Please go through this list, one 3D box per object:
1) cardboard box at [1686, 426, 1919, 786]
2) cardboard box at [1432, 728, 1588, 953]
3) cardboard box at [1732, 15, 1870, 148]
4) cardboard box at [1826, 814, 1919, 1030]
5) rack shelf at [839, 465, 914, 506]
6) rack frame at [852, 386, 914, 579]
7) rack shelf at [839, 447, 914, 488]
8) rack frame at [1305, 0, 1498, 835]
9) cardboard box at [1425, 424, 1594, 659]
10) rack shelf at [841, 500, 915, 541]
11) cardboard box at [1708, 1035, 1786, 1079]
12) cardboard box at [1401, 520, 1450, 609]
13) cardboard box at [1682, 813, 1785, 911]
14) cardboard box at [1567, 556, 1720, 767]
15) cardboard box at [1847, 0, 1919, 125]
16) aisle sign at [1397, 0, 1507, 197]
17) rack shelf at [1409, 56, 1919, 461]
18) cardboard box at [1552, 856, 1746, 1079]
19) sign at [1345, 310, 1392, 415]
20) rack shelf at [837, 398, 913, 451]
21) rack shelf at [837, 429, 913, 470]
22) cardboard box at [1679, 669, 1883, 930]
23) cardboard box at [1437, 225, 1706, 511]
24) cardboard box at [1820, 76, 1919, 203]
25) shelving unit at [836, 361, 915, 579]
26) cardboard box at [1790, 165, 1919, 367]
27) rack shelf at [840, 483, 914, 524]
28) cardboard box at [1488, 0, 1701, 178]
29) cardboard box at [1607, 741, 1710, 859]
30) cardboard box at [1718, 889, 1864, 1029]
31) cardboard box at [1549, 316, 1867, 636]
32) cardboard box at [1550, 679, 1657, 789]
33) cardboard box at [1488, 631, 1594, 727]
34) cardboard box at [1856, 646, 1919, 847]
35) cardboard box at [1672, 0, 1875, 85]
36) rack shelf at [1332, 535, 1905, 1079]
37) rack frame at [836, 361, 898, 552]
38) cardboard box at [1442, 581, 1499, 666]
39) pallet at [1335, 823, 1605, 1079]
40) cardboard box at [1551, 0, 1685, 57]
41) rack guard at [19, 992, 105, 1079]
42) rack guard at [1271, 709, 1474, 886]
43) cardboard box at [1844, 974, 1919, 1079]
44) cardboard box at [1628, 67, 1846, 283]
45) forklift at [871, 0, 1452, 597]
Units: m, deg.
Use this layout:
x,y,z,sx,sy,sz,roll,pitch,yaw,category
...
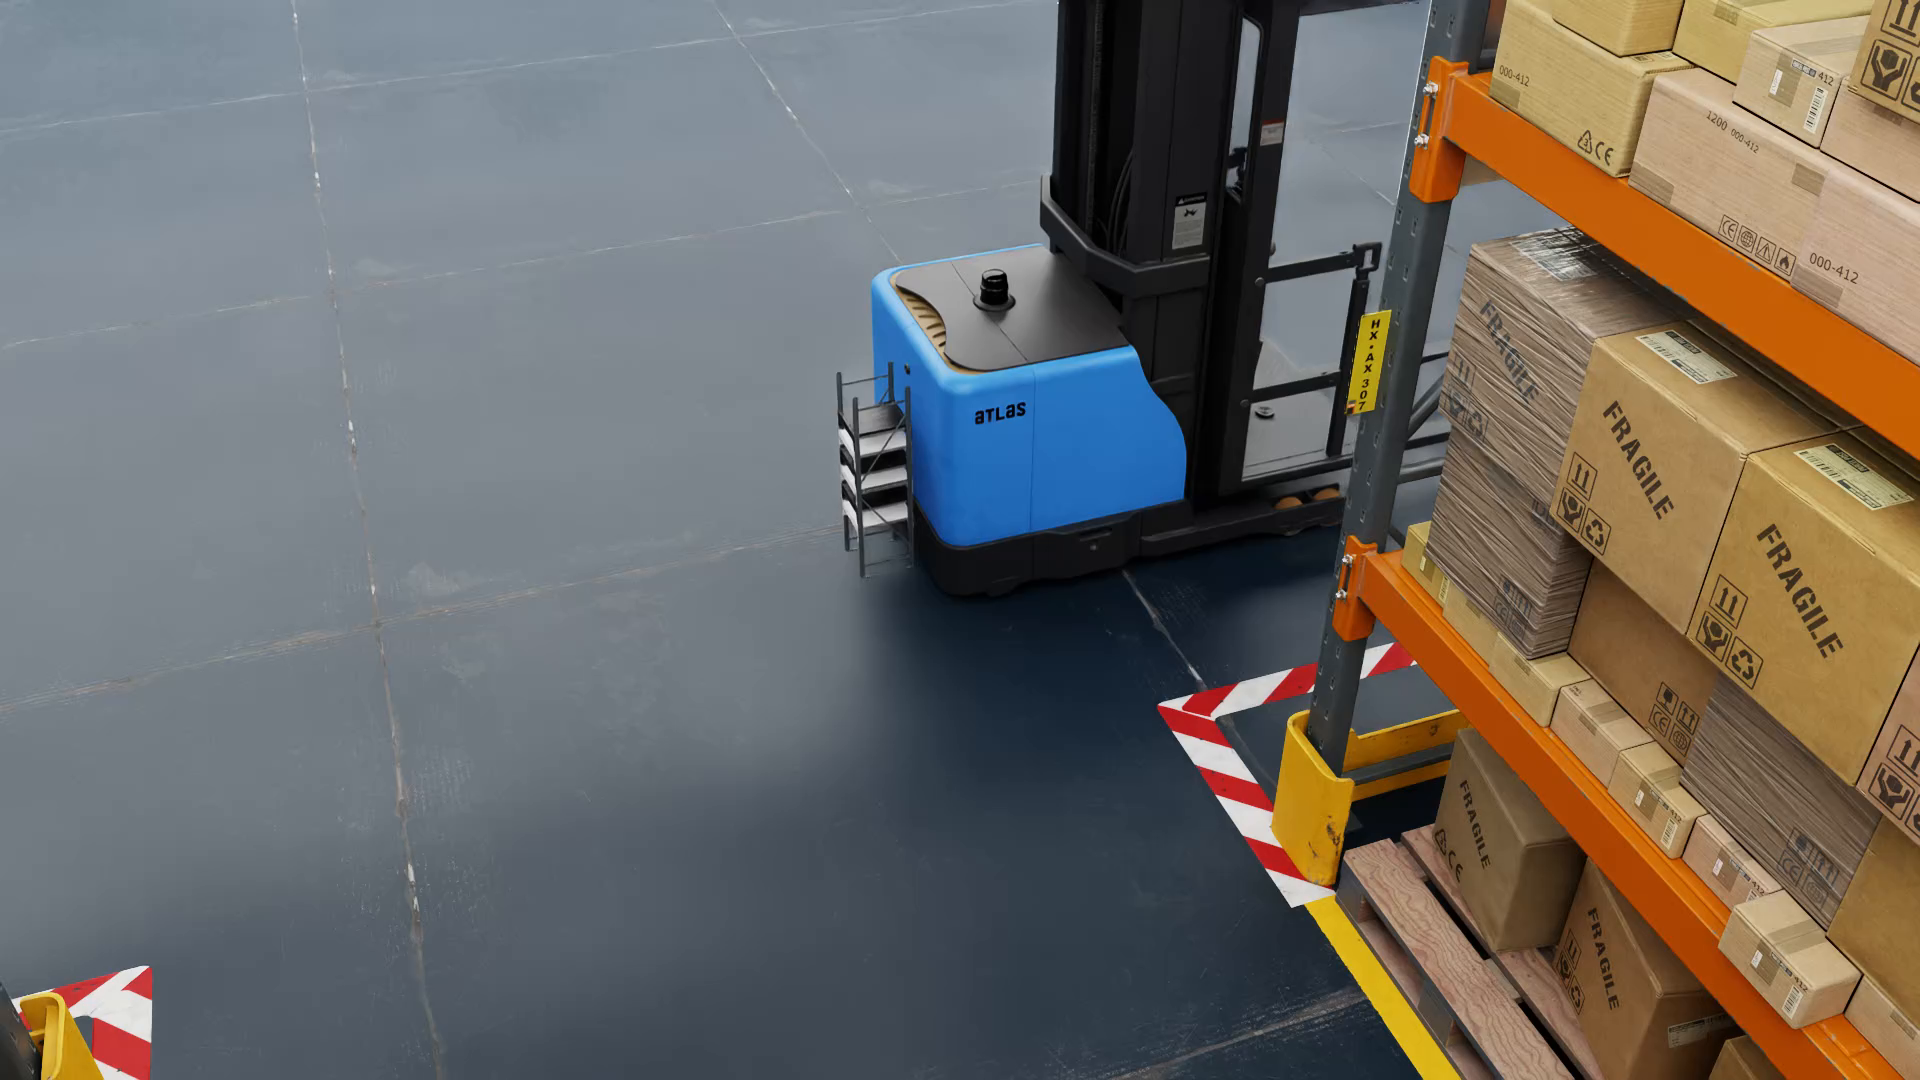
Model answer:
x,y,z,sx,sy,sz,roll,pitch,yaw,category
1.938,0.109,3.450,0.500,0.500,0.500,-12,39,-16,cardboard box
1.865,0.921,5.262,0.500,0.500,0.500,-6,37,-7,cardboard box
1.771,-0.907,3.262,0.380,0.149,0.250,-11,38,-14,cardboard box
2.406,0.726,3.463,0.875,0.500,0.500,-12,39,-16,cardboard box
-0.346,-0.251,6.891,0.258,0.077,0.200,-13,39,-17,rack shelf
-0.308,-0.221,6.795,0.240,0.900,0.006,-13,39,-17,rack frame
-0.346,-0.323,6.837,0.258,0.077,0.200,-13,39,-17,rack shelf
1.666,-0.266,5.110,1.000,3.000,0.127,-12,39,-16,rack frame
1.829,-0.108,4.570,0.875,0.500,0.500,-12,39,-16,cardboard box
-0.346,-0.108,6.999,0.258,0.077,0.200,-13,39,-17,rack shelf
2.300,1.609,4.349,0.500,0.500,0.500,-9,38,-12,cardboard box
1.540,0.045,4.906,0.380,0.149,0.250,-12,39,-16,cardboard box
1.976,0.750,3.970,0.380,0.149,0.250,-12,39,-16,cardboard box
2.114,0.150,4.228,0.875,0.500,0.500,-12,39,-16,cardboard box
1.923,-0.928,2.749,0.500,0.500,0.500,-13,39,-16,cardboard box
1.363,-1.277,4.291,0.394,0.787,0.004,-12,39,-16,aisle sign
2.354,-0.047,2.924,1.077,0.370,4.000,-12,39,-16,rack shelf
2.103,1.252,4.823,0.500,0.500,0.500,-3,37,-4,cardboard box
1.156,-0.499,4.700,0.100,0.325,0.005,-12,39,-16,sign
-0.346,-0.467,6.729,0.258,0.077,0.200,-13,39,-17,rack shelf
-0.346,-0.395,6.783,0.258,0.077,0.200,-13,39,-17,rack shelf
2.245,0.441,3.841,0.875,0.500,0.500,-12,39,-16,cardboard box
1.599,-0.457,4.202,0.500,0.500,0.500,-12,39,-16,cardboard box
1.851,-0.769,3.078,0.380,0.149,0.250,-13,39,-16,cardboard box
-0.346,-0.278,6.871,0.258,0.900,0.210,-13,39,-17,shelving unit
1.939,-0.507,3.062,0.500,0.250,0.500,-13,39,-16,cardboard box
-0.346,-0.179,6.945,0.258,0.077,0.200,-13,39,-17,rack shelf
1.589,-1.078,3.820,0.500,0.250,0.500,-11,38,-15,cardboard box
1.865,0.614,4.150,0.380,0.149,0.250,-12,39,-16,cardboard box
1.965,0.912,3.754,0.380,0.149,0.250,-12,39,-16,cardboard box
1.765,-0.173,3.825,0.500,0.500,0.500,-12,39,-16,cardboard box
1.785,0.471,4.340,0.380,0.149,0.250,-12,39,-16,cardboard box
1.680,0.335,4.522,0.380,0.149,0.250,-12,39,-16,cardboard box
2.116,0.391,3.077,0.500,0.500,0.500,-12,39,-16,cardboard box
1.744,-1.076,3.486,0.380,0.149,0.250,-13,39,-17,cardboard box
2.354,1.151,3.826,1.077,0.370,4.000,-12,39,-16,rack shelf
-0.383,-0.335,6.947,0.240,0.900,0.006,-13,39,-17,rack frame
1.608,0.190,4.713,0.380,0.149,0.250,-12,39,-16,cardboard box
1.938,1.357,5.273,1.003,0.211,1.213,-12,39,-16,pallet
1.542,-1.193,3.641,0.380,0.149,0.250,-12,39,-15,cardboard box
-3.034,1.689,4.592,1.175,0.500,0.348,-12,39,-16,rack guard
1.692,0.776,5.805,1.175,0.500,0.348,-12,39,-16,rack guard
2.176,1.026,3.603,0.380,0.149,0.250,-12,39,-16,cardboard box
1.772,-0.788,3.435,0.500,0.250,0.500,-13,39,-17,cardboard box
1.185,-1.476,6.774,3.031,2.935,1.130,-12,39,-16,forklift
